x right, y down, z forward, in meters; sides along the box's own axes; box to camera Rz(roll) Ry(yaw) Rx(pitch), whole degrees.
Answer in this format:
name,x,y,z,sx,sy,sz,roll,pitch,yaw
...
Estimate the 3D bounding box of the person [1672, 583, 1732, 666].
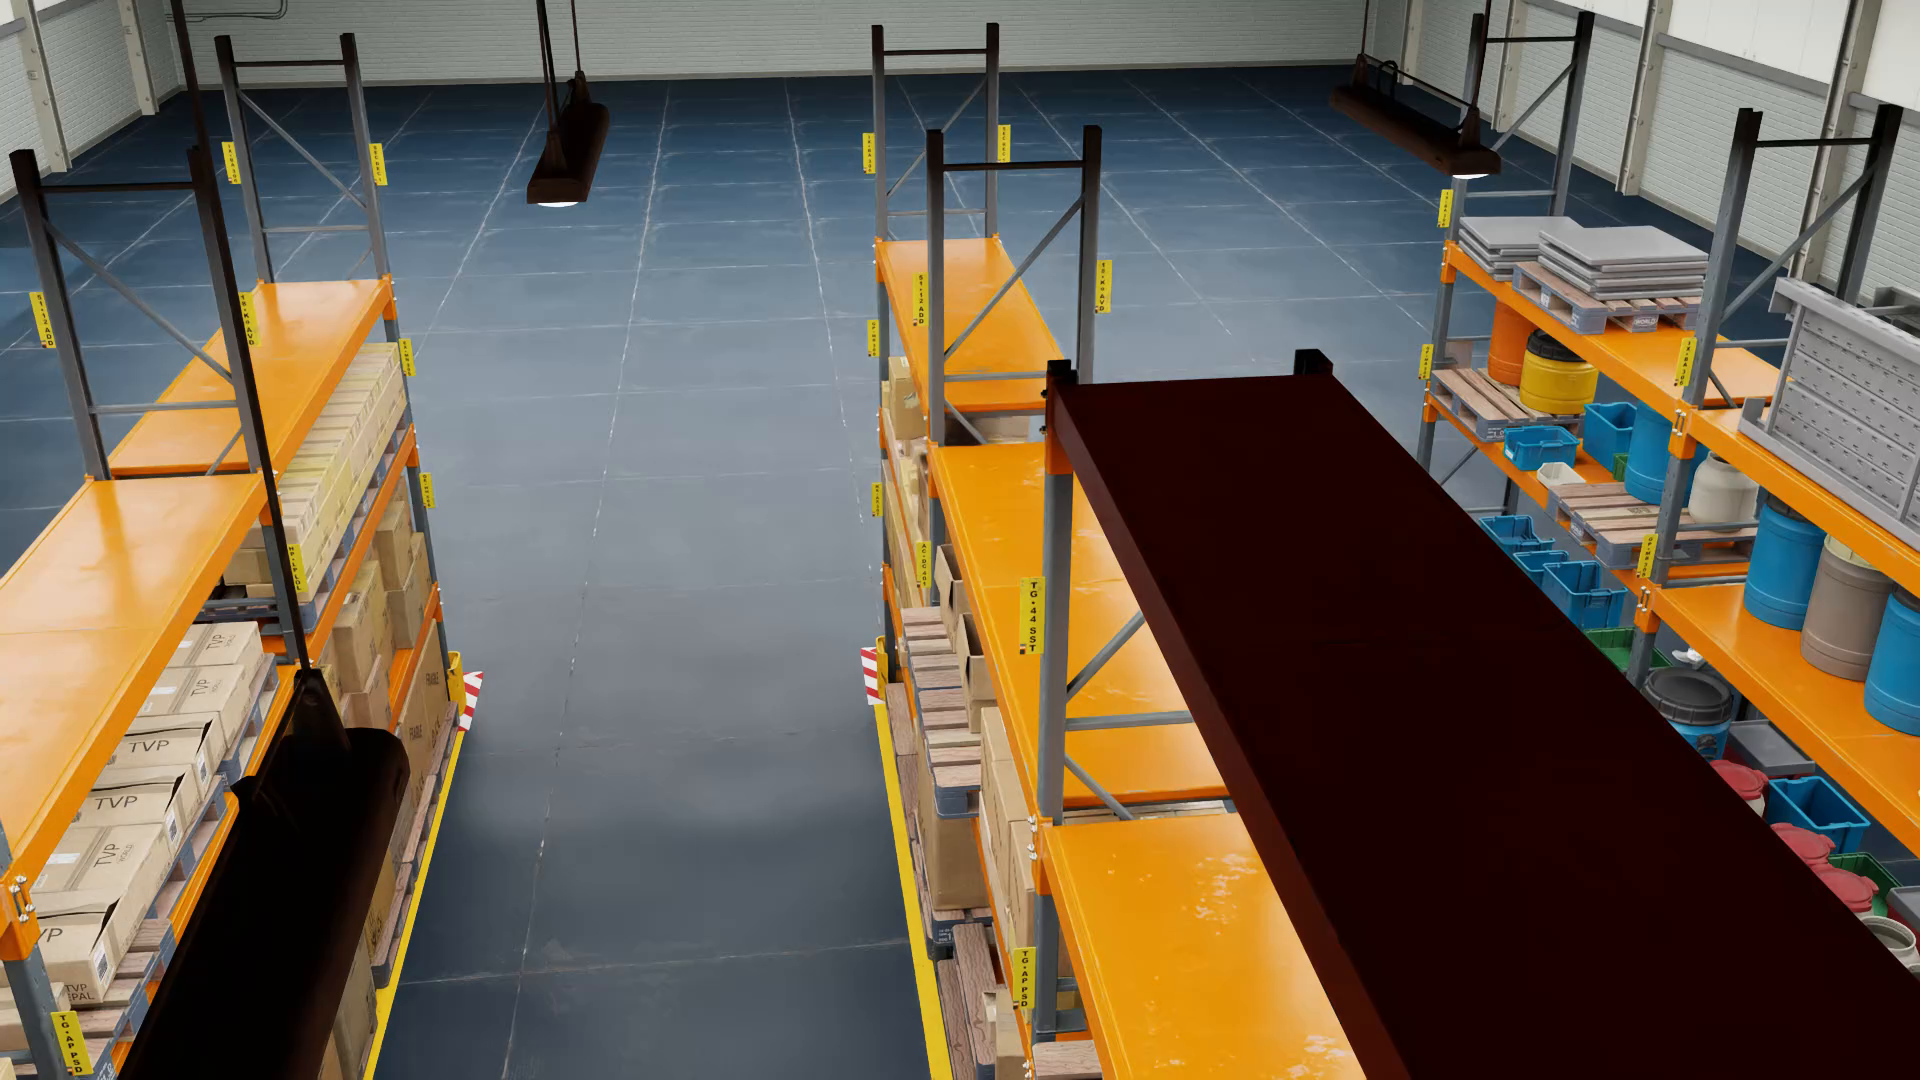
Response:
name,x,y,z,sx,sy,sz,roll,pitch,yaw
person,7.069,0.390,15.672,0.394,1.803,0.649,18,31,33
